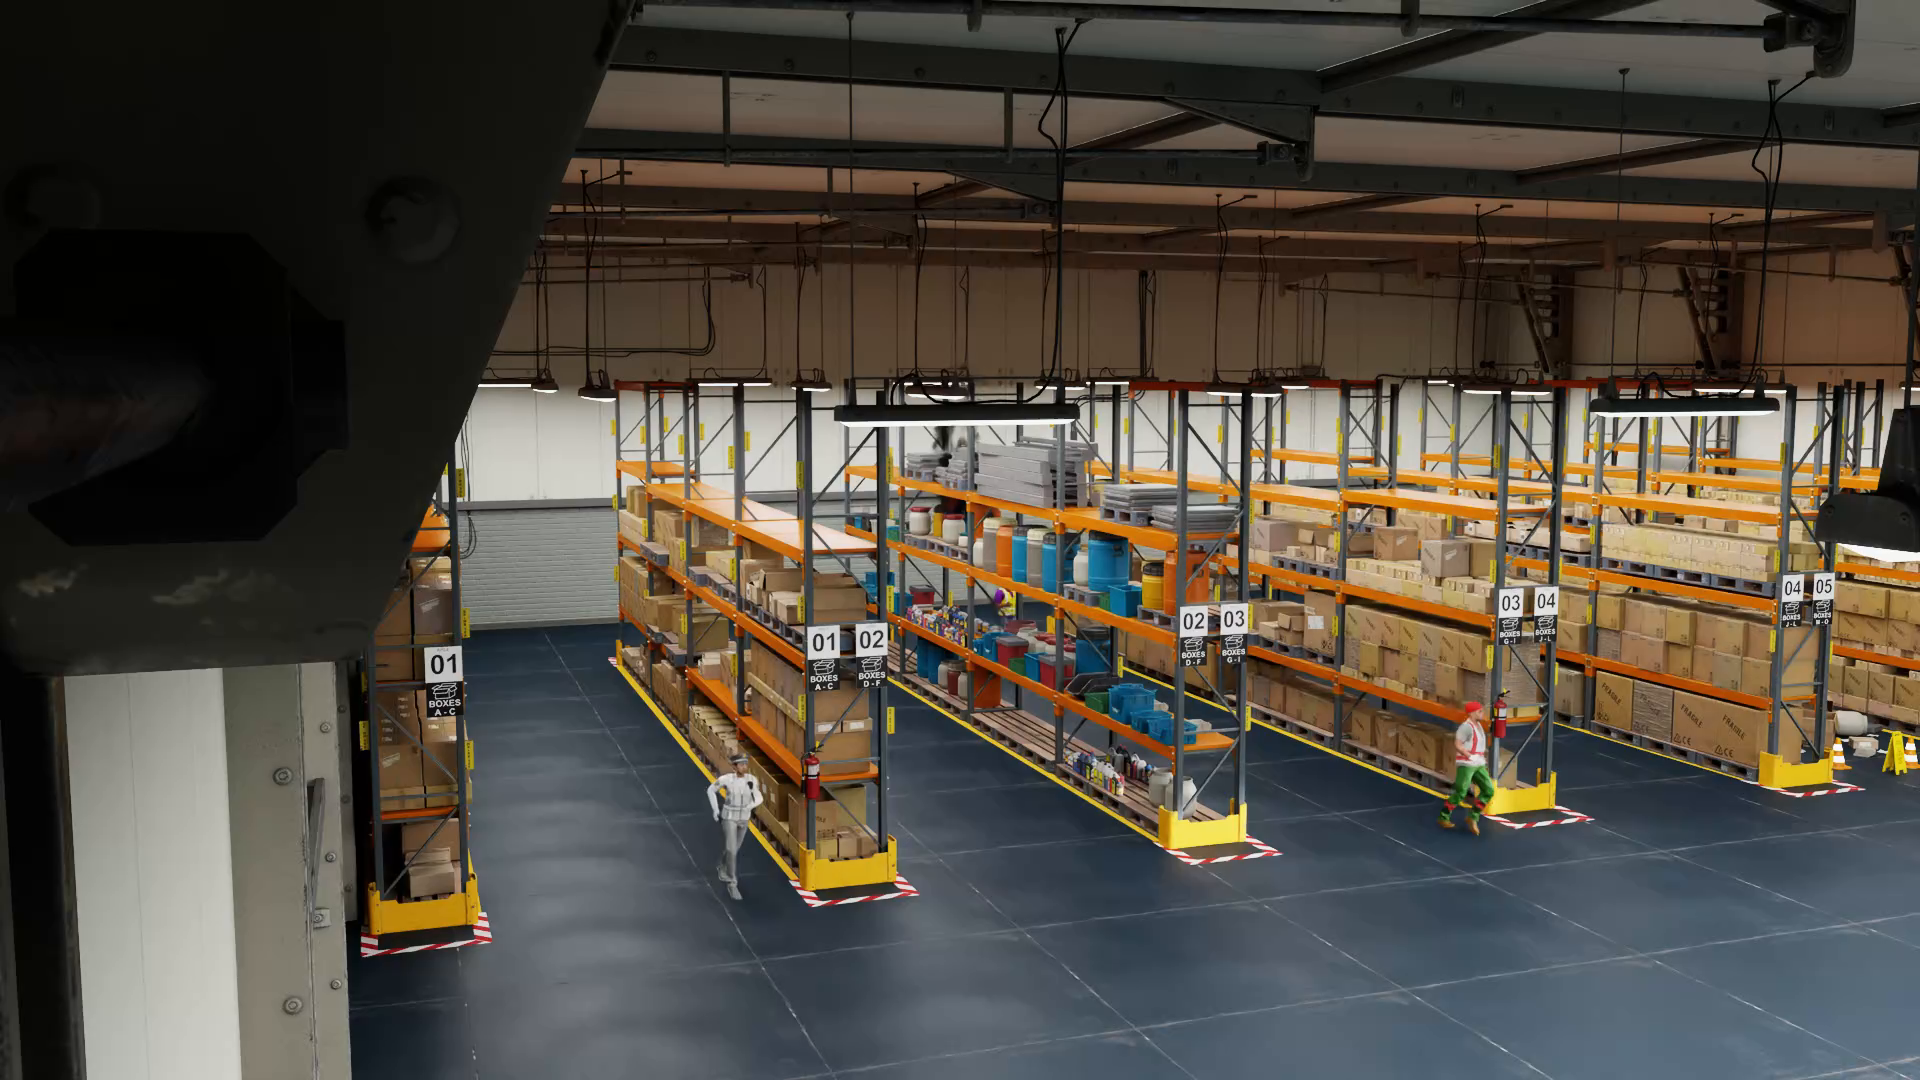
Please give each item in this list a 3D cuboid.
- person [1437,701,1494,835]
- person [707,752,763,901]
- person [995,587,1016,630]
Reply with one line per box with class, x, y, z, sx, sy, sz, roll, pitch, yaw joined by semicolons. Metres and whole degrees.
person;6.951;3.076;22.611;0.718;1.780;0.673;-5;8;-41
person;-2.687;3.394;20.040;0.624;1.728;0.835;-3;7;-30
person;1.040;1.620;34.449;0.674;1.849;0.681;-3;7;-29
